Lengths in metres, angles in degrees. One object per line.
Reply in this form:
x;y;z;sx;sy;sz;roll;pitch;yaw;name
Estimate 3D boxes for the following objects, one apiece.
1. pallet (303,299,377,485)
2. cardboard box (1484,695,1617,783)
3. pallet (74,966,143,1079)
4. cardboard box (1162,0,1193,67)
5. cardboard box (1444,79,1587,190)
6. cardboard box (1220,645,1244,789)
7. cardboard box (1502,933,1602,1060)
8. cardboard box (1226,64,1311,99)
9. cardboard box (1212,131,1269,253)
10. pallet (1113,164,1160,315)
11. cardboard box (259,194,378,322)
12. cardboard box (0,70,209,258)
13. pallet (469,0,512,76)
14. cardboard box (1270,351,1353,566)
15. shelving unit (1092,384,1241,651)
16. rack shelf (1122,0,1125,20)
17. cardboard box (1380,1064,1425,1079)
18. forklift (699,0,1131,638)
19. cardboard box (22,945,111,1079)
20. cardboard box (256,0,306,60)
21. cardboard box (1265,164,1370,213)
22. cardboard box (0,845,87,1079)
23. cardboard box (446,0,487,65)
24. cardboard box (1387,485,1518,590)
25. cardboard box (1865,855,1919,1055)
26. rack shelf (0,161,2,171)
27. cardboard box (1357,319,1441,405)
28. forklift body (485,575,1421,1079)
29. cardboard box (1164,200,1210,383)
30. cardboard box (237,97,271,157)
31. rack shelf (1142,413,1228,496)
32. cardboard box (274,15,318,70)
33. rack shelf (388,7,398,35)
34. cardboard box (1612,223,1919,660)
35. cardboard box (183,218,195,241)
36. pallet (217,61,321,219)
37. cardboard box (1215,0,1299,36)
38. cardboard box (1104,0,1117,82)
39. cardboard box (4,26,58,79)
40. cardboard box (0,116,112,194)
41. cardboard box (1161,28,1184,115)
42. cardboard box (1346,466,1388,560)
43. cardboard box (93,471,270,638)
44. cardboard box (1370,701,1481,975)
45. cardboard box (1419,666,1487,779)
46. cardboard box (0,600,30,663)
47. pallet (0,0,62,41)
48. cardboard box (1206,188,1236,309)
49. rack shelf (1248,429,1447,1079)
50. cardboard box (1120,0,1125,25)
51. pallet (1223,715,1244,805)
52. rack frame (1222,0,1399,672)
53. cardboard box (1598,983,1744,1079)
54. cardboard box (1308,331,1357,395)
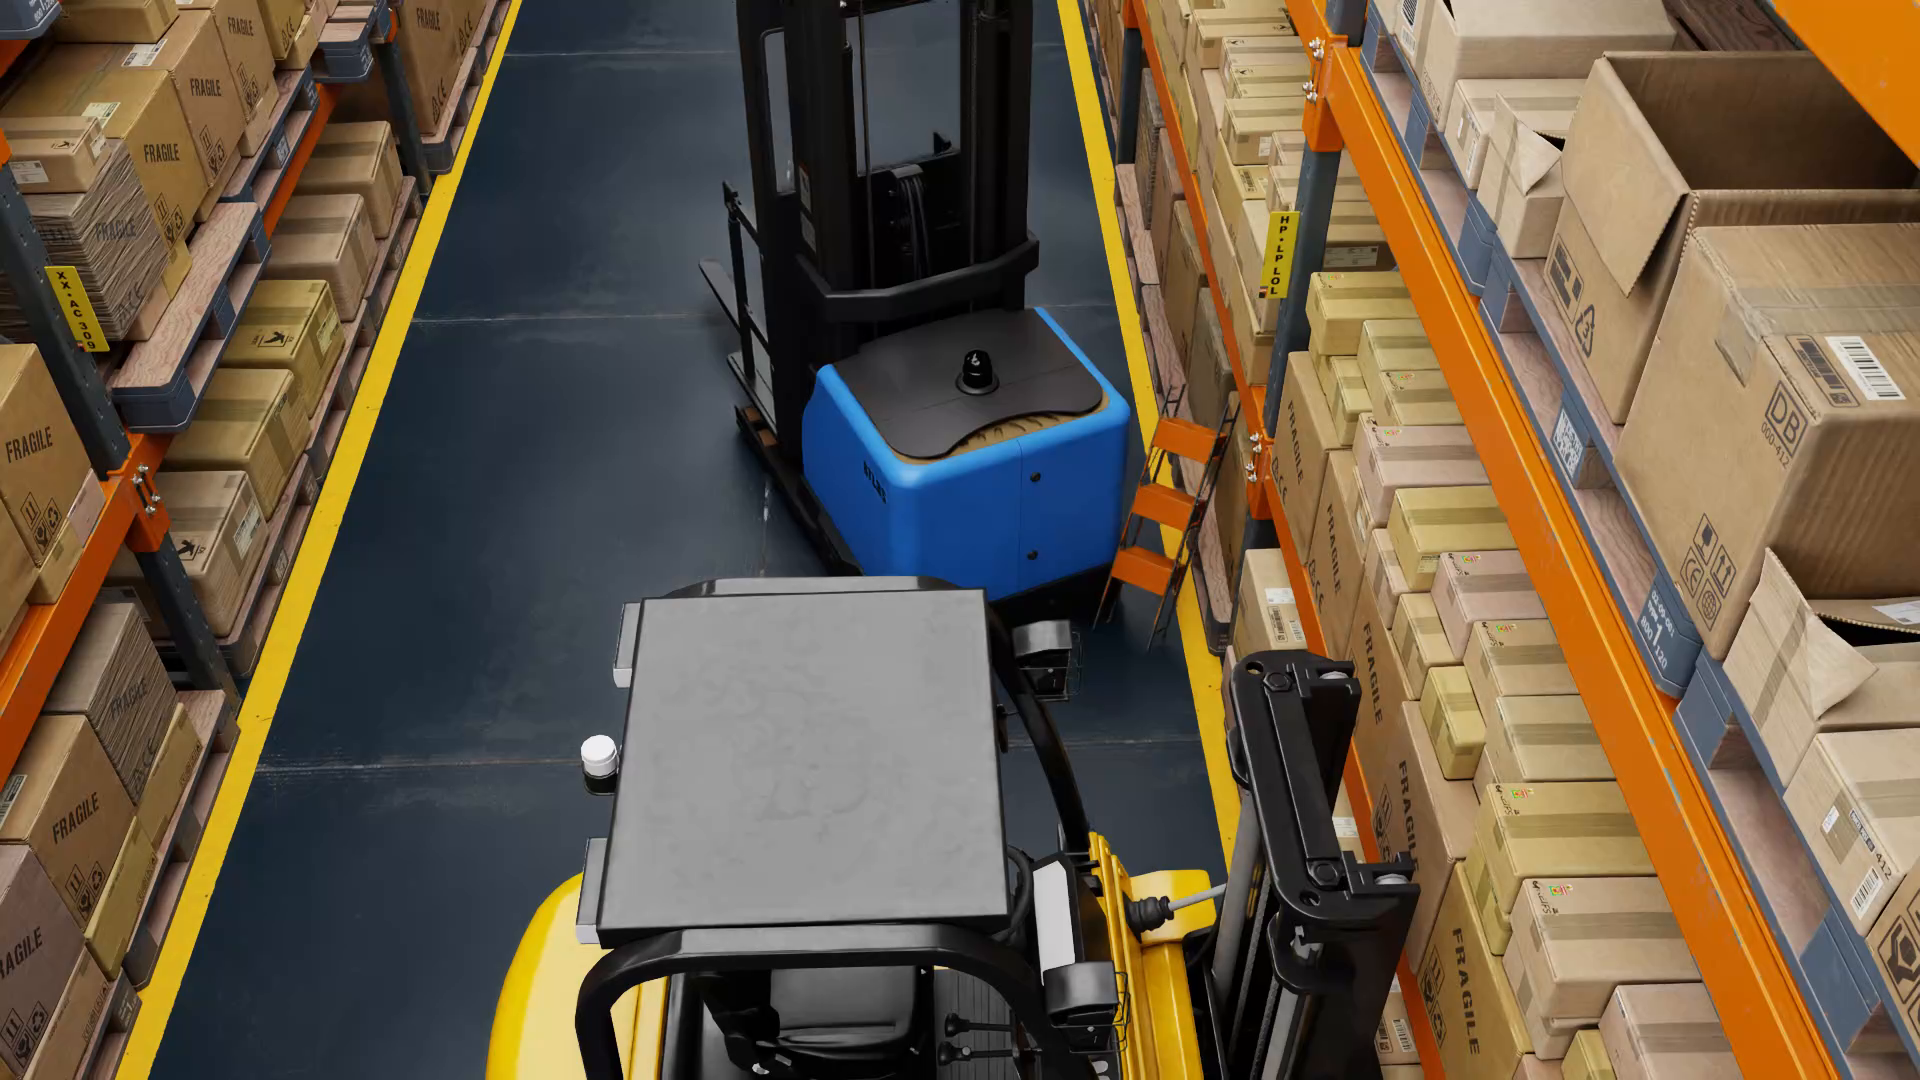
-3.471;-0.723;8.032;1.003;0.211;1.213;-2;43;-2;pallet
1.450;0.499;3.862;0.380;0.149;0.250;-1;43;-1;cardboard box
-3.263;1.906;5.164;1.003;0.211;1.213;-2;43;-2;pallet
1.206;-2.376;7.513;0.500;0.250;0.500;-3;43;-3;cardboard box
1.325;-0.919;3.764;0.380;0.149;0.250;0;43;-1;cardboard box
1.267;0.650;6.195;0.500;0.250;0.500;-1;43;-1;cardboard box
1.404;0.958;3.580;0.380;0.149;0.250;-3;43;-3;cardboard box
1.262;-1.738;6.522;0.380;0.149;0.250;-3;43;-3;cardboard box
1.272;-1.345;6.388;0.500;0.250;0.500;-3;43;-3;cardboard box
1.403;-1.660;9.055;1.003;0.211;1.213;-2;43;-2;pallet
-3.498;-1.407;8.348;0.950;0.372;0.625;-2;43;-3;cardboard box
-3.137;-1.364;6.063;0.500;0.500;0.500;-2;43;-2;cardboard box
-3.559;-3.428;10.984;1.003;0.211;1.213;-2;43;-2;pallet
1.335;-0.275;5.405;0.500;0.500;0.500;-3;43;-3;cardboard box
0.837;-0.092;6.749;0.252;1.050;0.215;22;15;21;shelving unit
1.322;-4.330;10.436;1.077;0.370;4.000;-2;43;-2;rack shelf
1.357;1.659;4.354;0.500;0.250;0.500;-1;43;-1;cardboard box
-0.410;-1.554;6.926;1.130;2.935;3.031;-18;45;-18;forklift
-3.039;1.553;5.210;0.500;0.250;0.500;-1;43;-1;cardboard box
-3.199;-2.413;7.208;0.500;0.500;0.500;-4;43;-5;cardboard box
1.312;-1.219;5.955;0.380;0.149;0.250;-2;43;-2;cardboard box
-3.043;1.262;4.972;0.500;0.500;0.500;0;43;0;cardboard box
-3.532;-3.543;10.307;0.875;0.875;0.875;-1;43;-1;cardboard box
1.362;-0.010;4.416;0.380;0.149;0.250;-2;43;-2;cardboard box
1.485;0.529;1.924;0.500;0.500;0.500;0;43;0;cardboard box
-3.297;0.110;3.373;1.077;0.370;4.000;-2;43;-2;rack shelf
1.413;-0.533;4.987;0.380;0.149;0.250;-1;43;-1;cardboard box
-0.156;1.241;4.455;2.313;2.155;1.214;-2;43;-2;forklift body
1.484;-1.208;7.944;0.875;0.625;0.625;-3;43;-4;cardboard box
-3.117;-1.725;6.937;0.380;0.149;0.250;0;43;0;cardboard box
0.911;-0.347;6.685;0.240;0.259;0.215;22;15;21;rack shelf
-3.135;-2.245;7.504;0.380;0.149;0.250;-1;43;-1;cardboard box
-3.637;-4.185;10.278;1.077;0.370;4.000;-2;43;-2;rack shelf
1.541;-0.165;2.681;0.700;0.500;0.500;-1;43;-2;cardboard box
-3.180;-1.202;6.367;0.380;0.149;0.250;1;43;1;cardboard box
-3.427;-1.694;7.170;1.003;0.211;1.213;-2;43;-2;pallet
1.299;-2.254;7.085;0.380;0.149;0.250;-2;43;-2;cardboard box
1.164;-3.096;10.097;0.500;0.500;0.500;-2;43;-2;cardboard box
-3.669;-1.690;6.418;0.500;0.500;0.500;0;43;0;cardboard box
-3.049;-1.268;5.478;0.380;0.149;0.250;-2;43;-2;cardboard box
1.227;-2.196;7.687;0.500;0.250;0.500;-3;43;-3;cardboard box
1.316;-0.080;4.713;0.380;0.149;0.250;-1;43;-1;cardboard box
-3.407;0.060;6.748;0.950;0.372;0.625;-1;43;-1;cardboard box
1.397;0.758;4.278;0.500;0.500;0.500;-1;43;-2;cardboard box
1.374;0.446;4.139;0.380;0.149;0.250;-2;43;-3;cardboard box
-3.113;0.247;5.096;0.380;0.149;0.250;-1;43;-2;cardboard box
-3.302;-1.856;5.124;1.213;0.211;1.003;-2;43;-2;pallet
1.267;-1.162;6.558;0.500;0.250;0.500;-2;43;-2;cardboard box
1.662;1.070;4.544;1.077;0.370;4.000;-2;43;-2;rack shelf
1.133;-3.044;9.560;0.380;0.149;0.250;-4;43;-4;cardboard box
1.569;1.021;6.129;1.003;0.211;1.213;-2;43;-2;pallet
1.577;-0.545;5.774;1.000;3.000;0.127;-2;43;-2;rack frame
1.505;1.022;3.290;0.380;0.149;0.250;-1;43;-2;cardboard box
1.328;-0.598;5.278;0.380;0.149;0.250;-2;43;-2;cardboard box
